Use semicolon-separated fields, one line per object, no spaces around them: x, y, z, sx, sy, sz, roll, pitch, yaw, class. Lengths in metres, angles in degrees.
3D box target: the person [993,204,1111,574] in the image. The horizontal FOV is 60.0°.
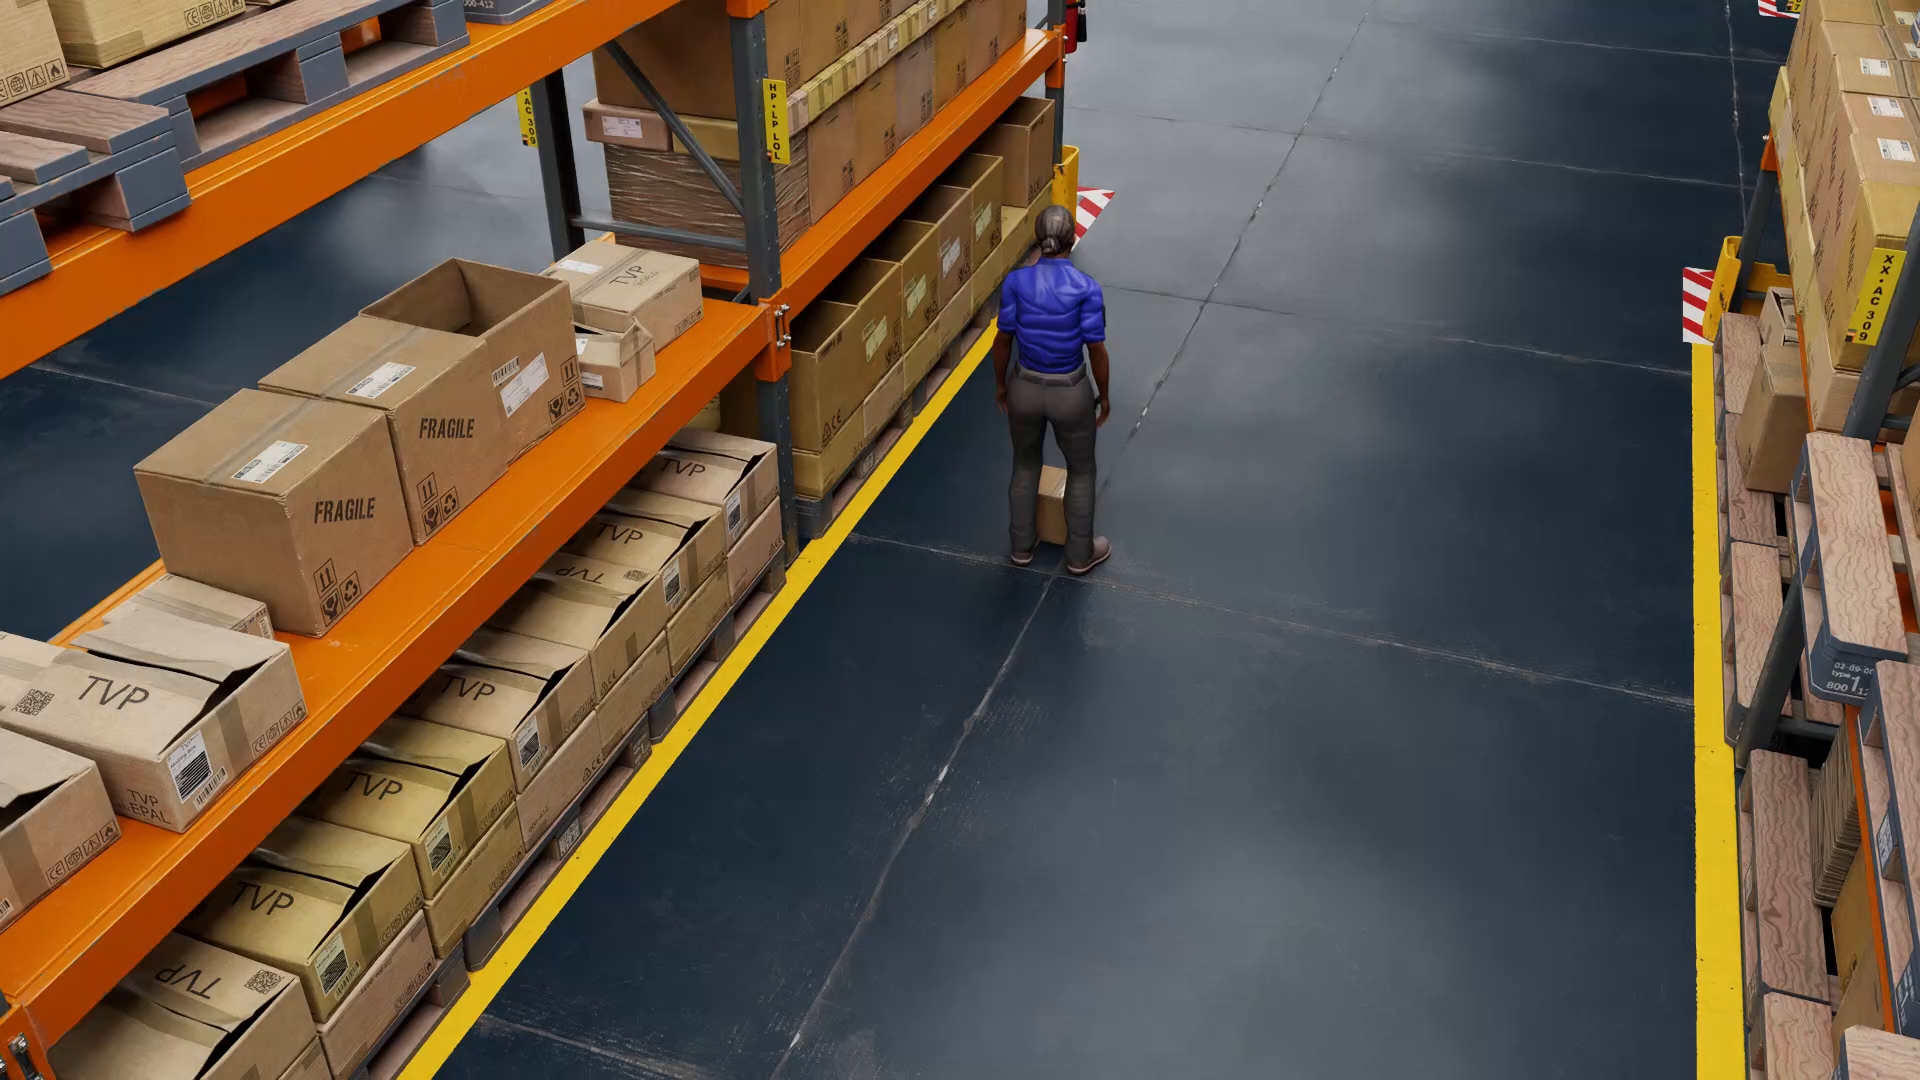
0.401;-0.612;7.083;0.531;1.641;0.346;10;35;14;person
